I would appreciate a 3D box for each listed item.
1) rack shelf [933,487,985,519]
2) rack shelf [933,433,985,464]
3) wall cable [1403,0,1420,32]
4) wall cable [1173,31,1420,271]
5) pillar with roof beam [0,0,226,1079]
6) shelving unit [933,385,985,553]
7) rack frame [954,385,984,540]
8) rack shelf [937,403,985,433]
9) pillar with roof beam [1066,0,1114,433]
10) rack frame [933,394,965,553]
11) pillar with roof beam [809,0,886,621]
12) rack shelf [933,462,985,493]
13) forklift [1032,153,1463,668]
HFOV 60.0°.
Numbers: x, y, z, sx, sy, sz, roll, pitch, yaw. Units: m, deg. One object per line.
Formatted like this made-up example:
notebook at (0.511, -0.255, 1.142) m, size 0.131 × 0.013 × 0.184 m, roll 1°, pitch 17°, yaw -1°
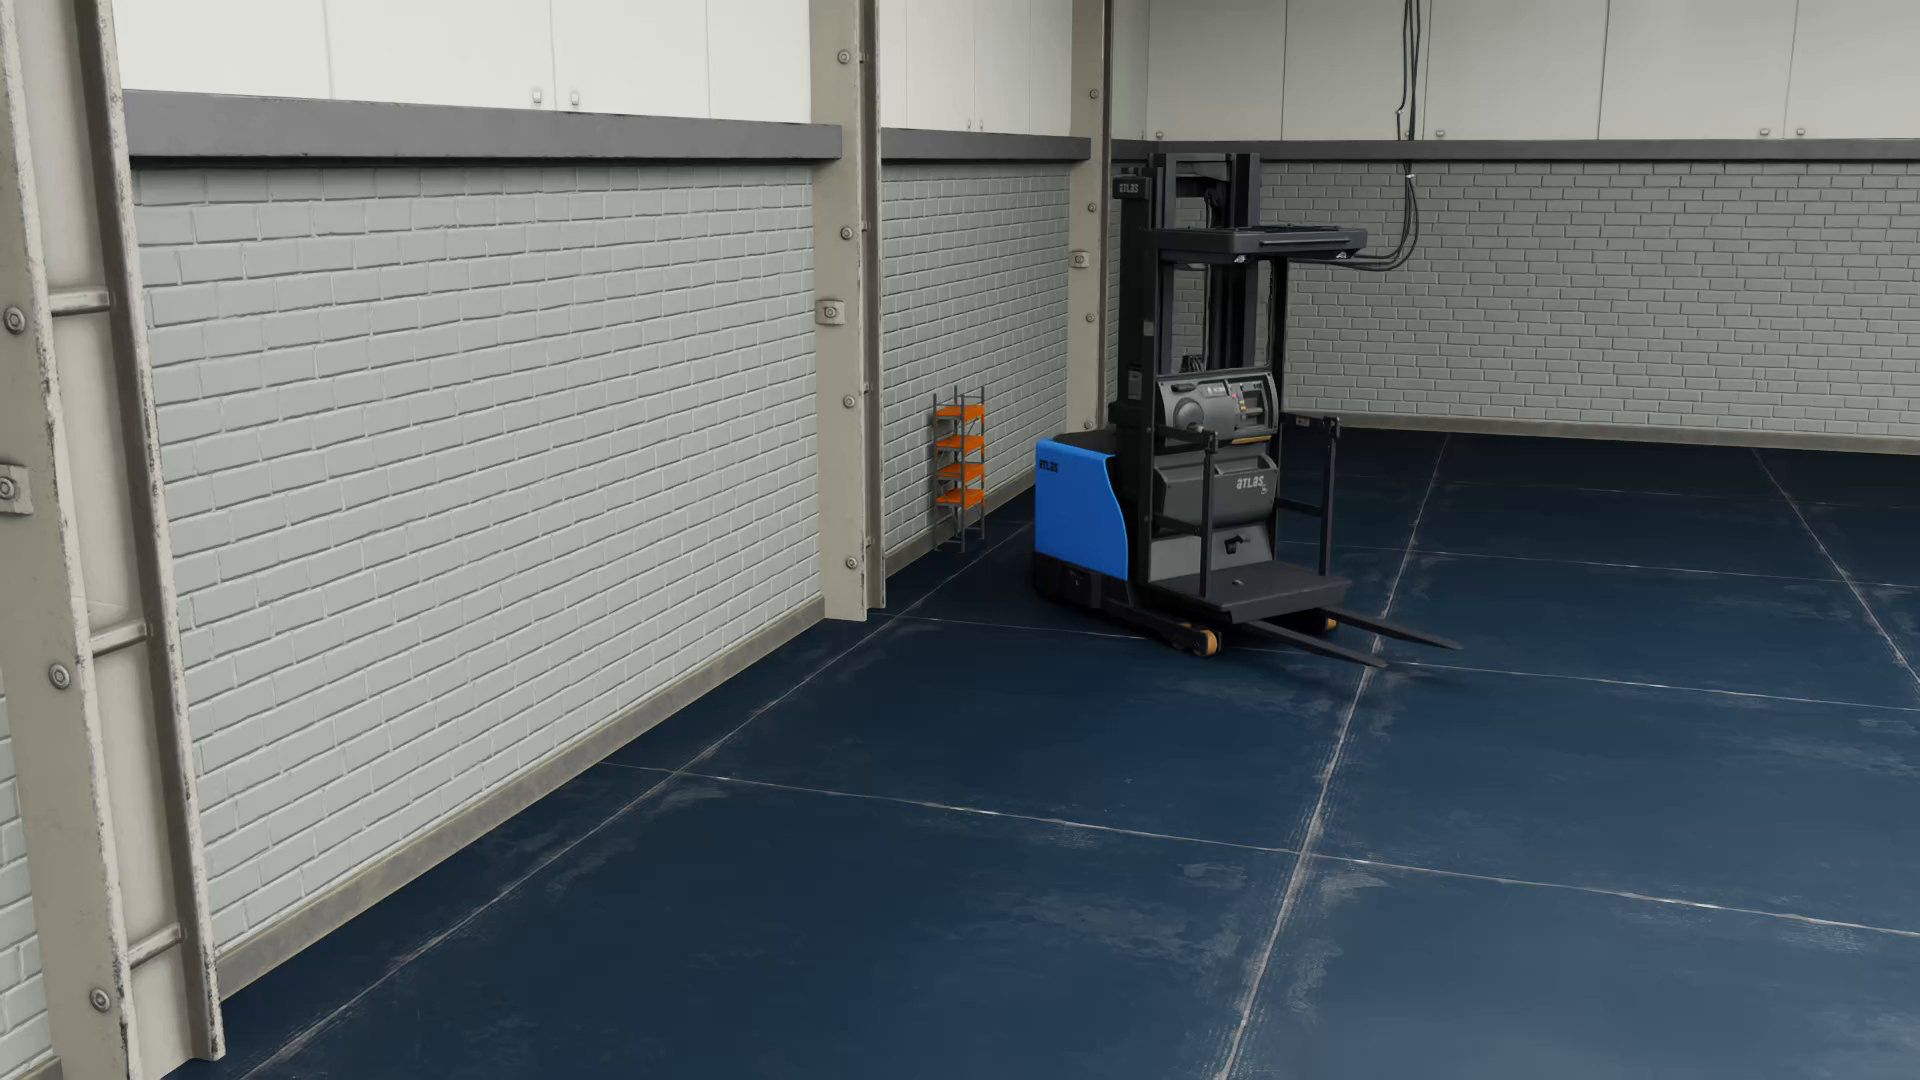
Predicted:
rack shelf at (-0.004, -0.287, 12.743) m, size 0.258 × 0.148 × 0.480 m, roll 4°, pitch 13°, yaw 18°
rack shelf at (-0.005, -0.699, 12.649) m, size 0.258 × 0.148 × 0.480 m, roll 4°, pitch 13°, yaw 18°
wall cable at (6.004, -6.458, 16.689) m, size 3.097 × 2.526 × 0.112 m, roll 4°, pitch 14°, yaw 18°
wall cable at (3.444, -4.191, 18.104) m, size 3.097 × 2.526 × 0.112 m, roll 4°, pitch 14°, yaw 18°
pillar with roof beam at (1.431, -2.343, 3.030) m, size 9.100 × 9.000 × 0.400 m, roll 4°, pitch 14°, yaw 18°
shelving unit at (-0.005, -0.546, 12.684) m, size 0.258 × 1.200 × 0.503 m, roll 4°, pitch 13°, yaw 18°
rack frame at (0.072, -0.598, 12.909) m, size 0.240 × 1.200 × 0.015 m, roll 4°, pitch 13°, yaw 18°
rack shelf at (-0.006, -0.929, 12.596) m, size 0.258 × 0.148 × 0.480 m, roll 4°, pitch 13°, yaw 18°
pillar with roof beam at (5.313, -4.870, 14.100) m, size 9.100 × 9.000 × 0.400 m, roll 4°, pitch 14°, yaw 18°
rack frame at (-0.082, -0.495, 12.458) m, size 0.240 × 1.200 × 0.015 m, roll 4°, pitch 13°, yaw 18°
pillar with roof beam at (3.372, -3.606, 8.565) m, size 9.100 × 9.000 × 0.400 m, roll 4°, pitch 14°, yaw 18°
rack shelf at (-0.005, -0.481, 12.699) m, size 0.258 × 0.148 × 0.480 m, roll 4°, pitch 13°, yaw 18°
forklift at (1.720, -0.849, 10.121) m, size 1.130 × 2.935 × 3.031 m, roll -8°, pitch 15°, yaw -32°
